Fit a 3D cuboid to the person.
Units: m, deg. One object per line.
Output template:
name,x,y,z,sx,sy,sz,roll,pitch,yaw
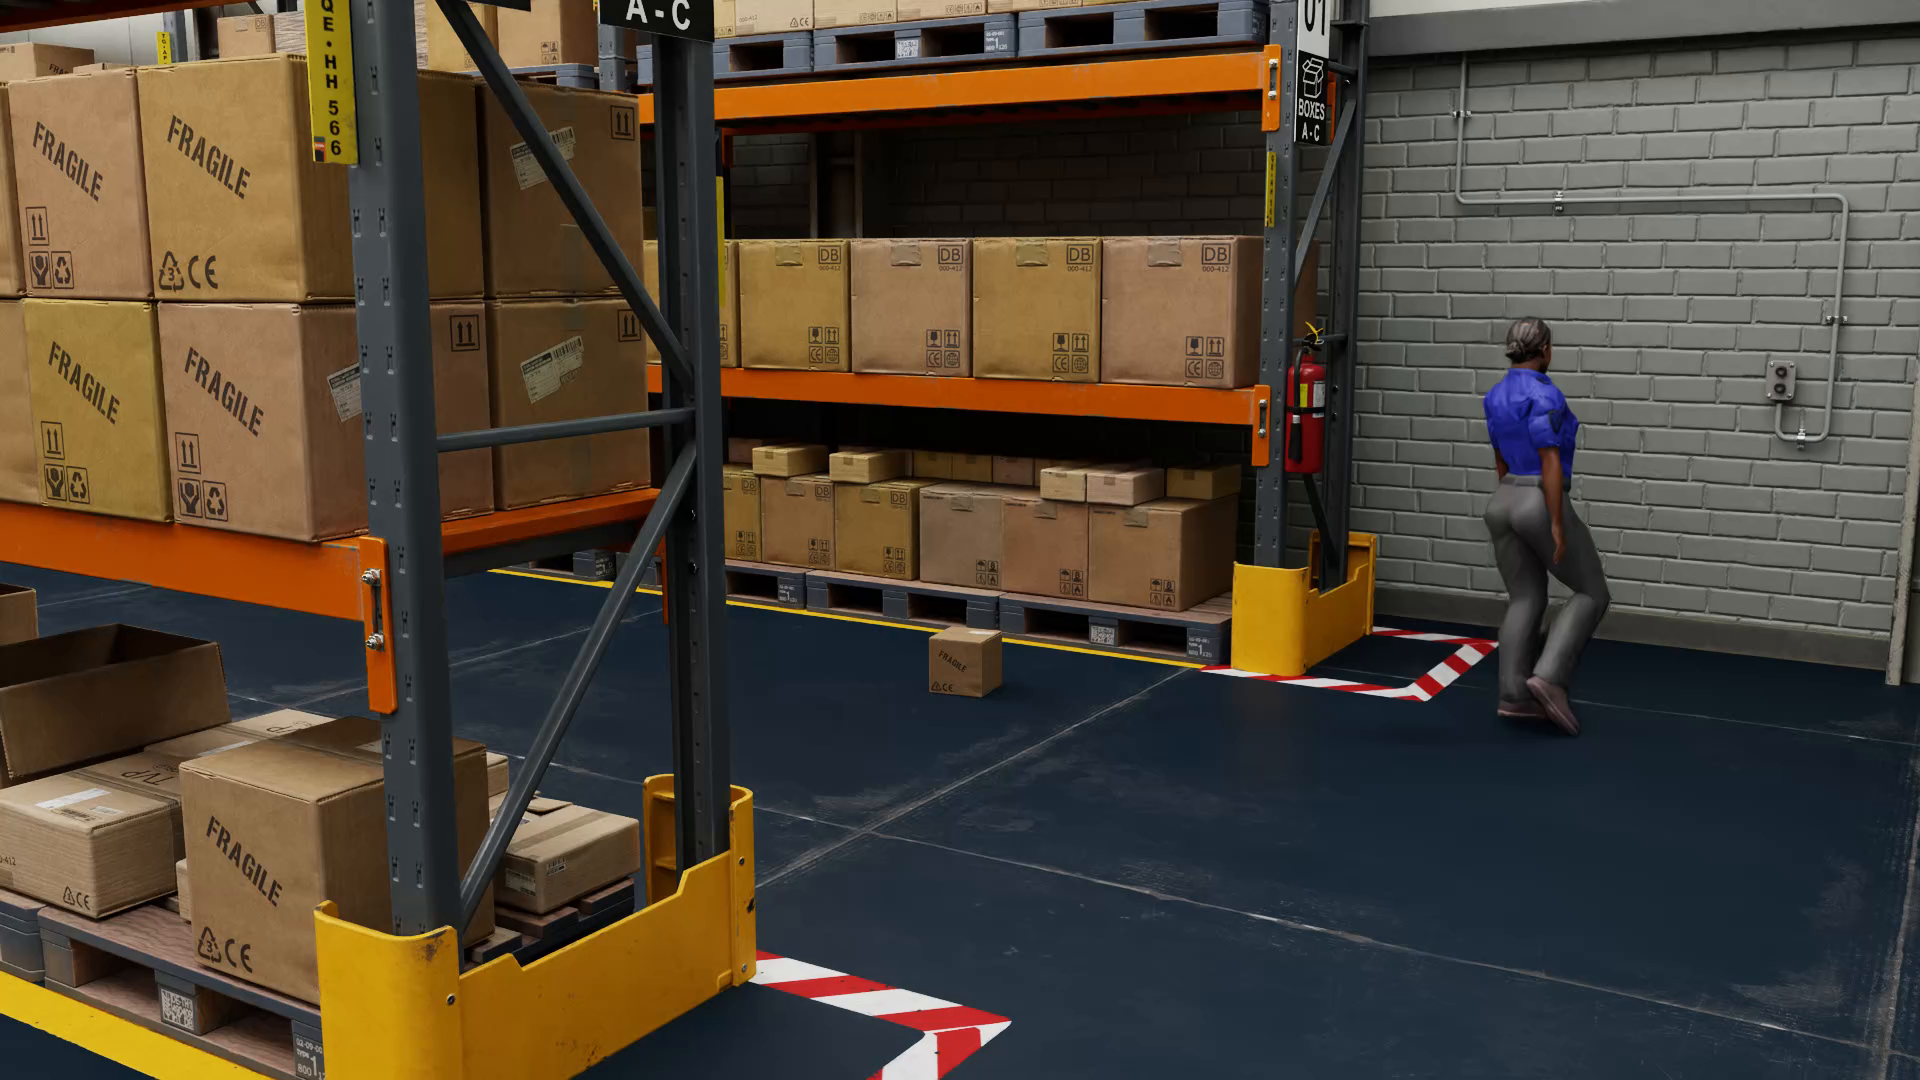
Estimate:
person,2.394,-0.069,6.792,0.421,1.674,0.552,-4,10,-20
